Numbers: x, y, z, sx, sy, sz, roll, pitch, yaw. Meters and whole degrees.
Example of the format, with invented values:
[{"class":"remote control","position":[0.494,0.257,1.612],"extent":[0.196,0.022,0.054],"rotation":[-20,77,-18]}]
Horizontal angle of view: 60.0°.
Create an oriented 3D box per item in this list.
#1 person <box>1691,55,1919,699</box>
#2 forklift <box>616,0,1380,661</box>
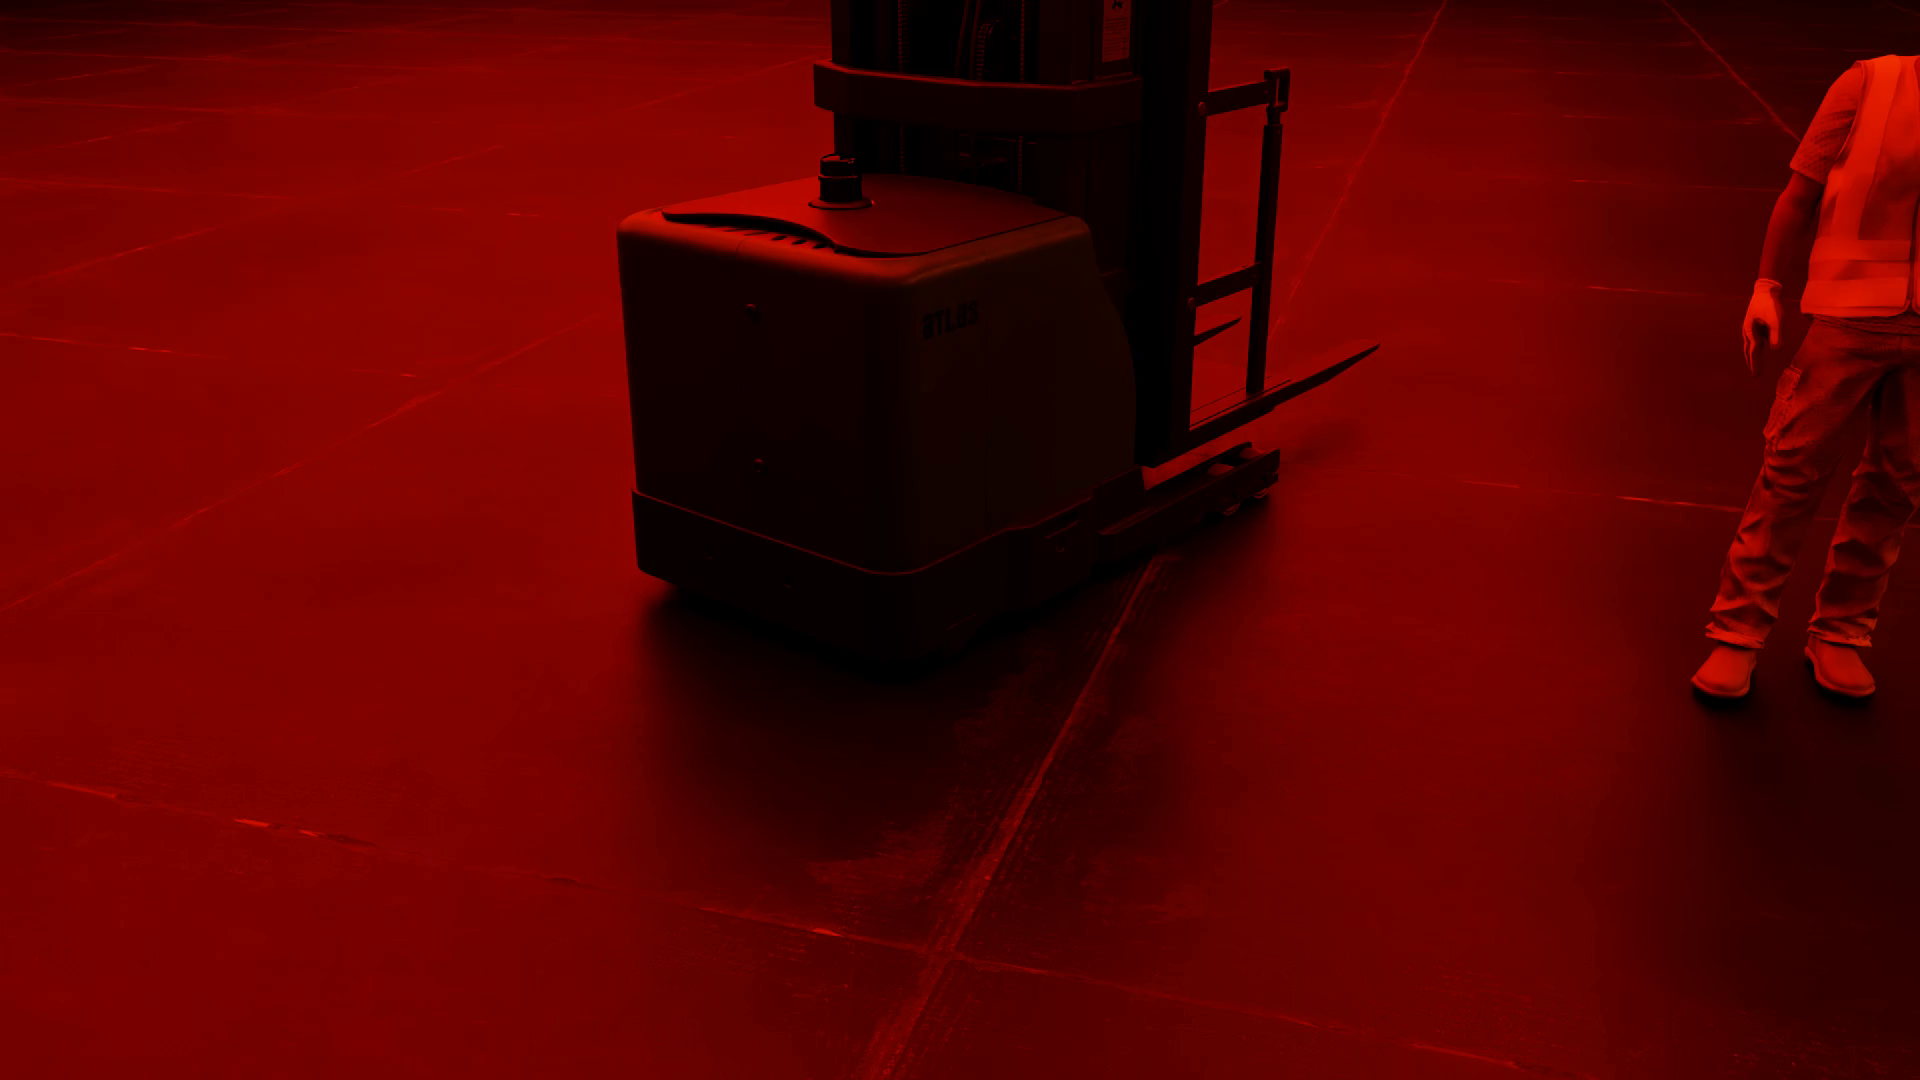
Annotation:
[{"class":"person","position":[2.209,-0.479,3.923],"extent":[0.656,1.782,0.578],"rotation":[8,24,19]},{"class":"forklift","position":[0.395,-1.539,5.008],"extent":[1.130,2.935,3.031],"rotation":[17,28,36]}]
